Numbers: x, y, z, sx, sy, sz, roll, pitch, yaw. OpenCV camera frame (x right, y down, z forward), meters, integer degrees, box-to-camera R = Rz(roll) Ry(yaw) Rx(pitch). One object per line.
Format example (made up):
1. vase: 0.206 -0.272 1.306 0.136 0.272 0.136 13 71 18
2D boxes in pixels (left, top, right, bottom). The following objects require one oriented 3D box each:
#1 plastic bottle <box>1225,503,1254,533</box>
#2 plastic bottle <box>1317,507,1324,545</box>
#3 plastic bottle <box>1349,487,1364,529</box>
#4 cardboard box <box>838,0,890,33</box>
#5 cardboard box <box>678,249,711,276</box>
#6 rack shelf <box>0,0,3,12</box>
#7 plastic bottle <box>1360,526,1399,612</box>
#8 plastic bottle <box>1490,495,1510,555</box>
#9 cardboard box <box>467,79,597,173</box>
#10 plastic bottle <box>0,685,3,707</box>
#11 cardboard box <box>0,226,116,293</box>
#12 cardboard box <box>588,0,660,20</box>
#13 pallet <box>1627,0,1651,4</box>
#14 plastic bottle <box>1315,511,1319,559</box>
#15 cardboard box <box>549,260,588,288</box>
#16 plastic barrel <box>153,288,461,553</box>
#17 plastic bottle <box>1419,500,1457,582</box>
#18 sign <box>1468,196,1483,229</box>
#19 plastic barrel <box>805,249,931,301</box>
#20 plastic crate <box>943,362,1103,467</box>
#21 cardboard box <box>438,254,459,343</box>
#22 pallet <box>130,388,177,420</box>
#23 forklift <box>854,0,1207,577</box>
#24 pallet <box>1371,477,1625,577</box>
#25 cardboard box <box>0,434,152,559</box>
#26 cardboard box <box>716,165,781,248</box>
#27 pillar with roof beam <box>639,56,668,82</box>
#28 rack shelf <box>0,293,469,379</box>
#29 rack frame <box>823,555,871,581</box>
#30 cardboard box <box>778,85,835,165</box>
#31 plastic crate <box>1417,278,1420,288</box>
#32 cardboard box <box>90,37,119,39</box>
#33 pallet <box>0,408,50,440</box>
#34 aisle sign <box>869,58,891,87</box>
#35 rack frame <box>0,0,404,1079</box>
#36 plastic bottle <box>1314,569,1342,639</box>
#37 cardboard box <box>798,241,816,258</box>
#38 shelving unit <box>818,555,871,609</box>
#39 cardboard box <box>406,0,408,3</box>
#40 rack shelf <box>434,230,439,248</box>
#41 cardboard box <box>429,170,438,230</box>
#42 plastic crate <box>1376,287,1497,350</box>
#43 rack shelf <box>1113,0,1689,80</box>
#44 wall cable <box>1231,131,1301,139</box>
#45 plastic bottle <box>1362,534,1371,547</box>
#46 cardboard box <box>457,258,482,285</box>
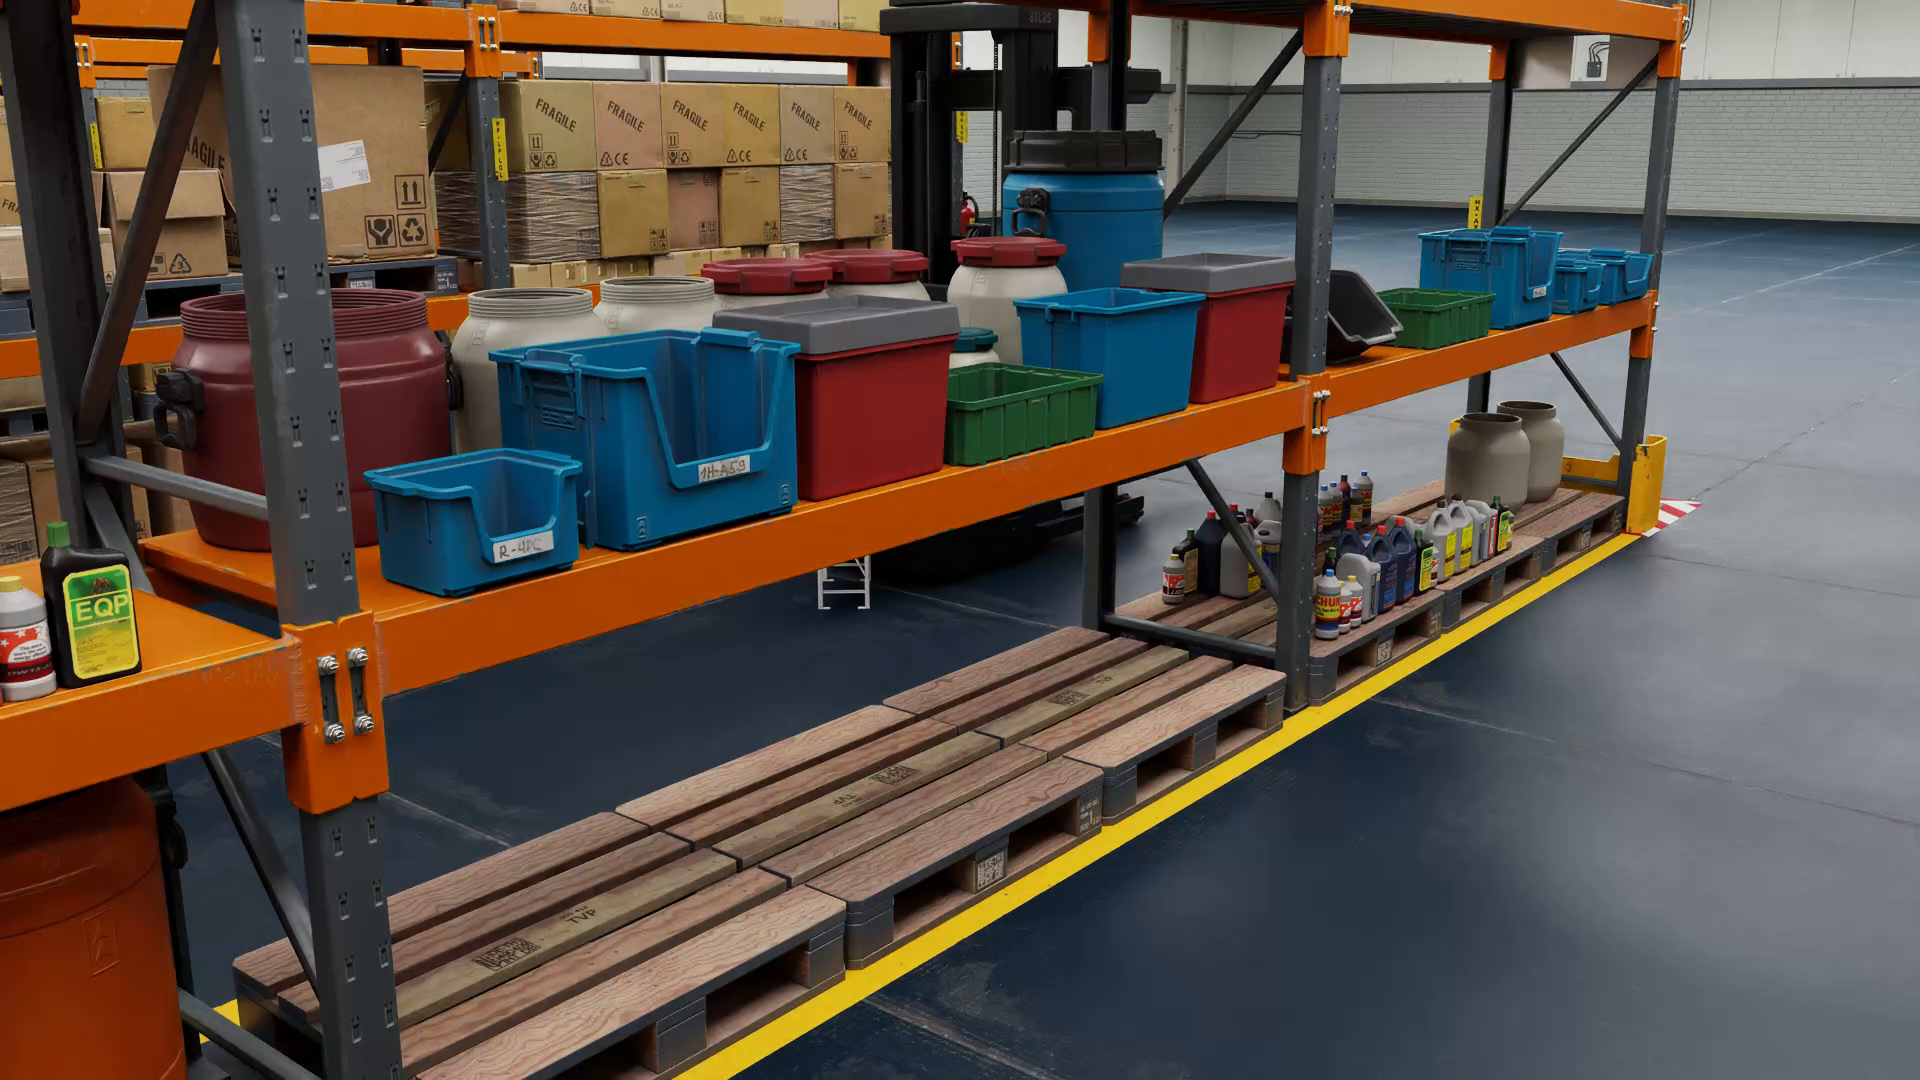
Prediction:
1. plastic bottle: 1.239 0.003 7.506 0.144 0.351 0.185 10 17 35
2. plastic bottle: 1.730 -0.083 8.148 0.097 0.201 0.097 0 14 0
3. plastic bottle: 2.005 -0.167 8.479 0.097 0.201 0.097 0 14 0
4. cardboard box: -0.817 -3.549 11.213 0.500 0.250 0.500 11 18 38
5. cardboard box: -1.779 -1.746 10.412 0.380 0.149 0.250 11 18 38
6. rack shelf: -2.833 -0.819 1.624 1.077 0.370 4.000 11 18 38
7. plastic bottle: 1.768 0.117 7.056 0.144 0.351 0.185 12 18 39
8. plastic bottle: 2.580 -0.081 7.973 0.061 0.283 0.133 12 18 39
9. cardboard box: -2.434 -2.354 9.458 0.500 0.500 0.500 11 18 38
10. plastic bottle: -1.643 0.147 2.688 0.061 0.283 0.133 11 18 38
11. cardboard box: -4.196 -1.280 7.520 0.500 0.250 0.500 11 18 36
12. cardboard box: -2.104 -3.159 9.679 0.500 0.250 0.500 11 18 37
13. pallet: 2.856 -2.848 8.533 1.003 0.211 1.213 11 18 38
14. plastic bottle: 1.631 -0.040 7.813 0.061 0.283 0.133 11 18 38
15. cardboard box: -2.378 -1.548 9.635 0.380 0.149 0.250 11 18 38
16. plastic barrel: -1.520 -0.299 3.930 0.600 0.536 0.708 11 18 38
17. plastic bottle: 2.154 0.000 7.519 0.144 0.351 0.185 11 18 37
18. sign: 3.027 -1.849 9.748 0.100 0.325 0.005 11 18 38
19. plastic barrel: -0.295 -0.639 5.271 0.433 0.535 0.433 0 14 0
20. plastic crate: 0.063 -0.383 4.969 0.450 0.188 0.662 11 18 38
21. cardboard box: -4.569 -2.216 15.217 0.875 0.875 0.875 11 18 38
22. pallet: -6.170 -1.198 13.412 1.003 0.211 1.213 11 18 38
23. forklift: 0.398 -1.541 9.235 1.130 2.935 3.031 11 18 38
24. pallet: 2.926 -0.101 9.092 1.003 0.211 1.213 11 18 38
25. cardboard box: -4.333 -0.214 8.058 0.700 0.500 0.500 13 19 42
26. cardboard box: -1.659 -2.190 10.843 0.875 0.500 0.500 11 18 38
27. pillar with roof beam: -2.219 -9.242 27.228 9.100 9.000 0.400 11 18 38
28. rack shelf: -4.171 -0.898 8.026 1.077 0.370 4.000 11 18 38
29. rack frame: -0.566 -0.377 8.171 0.240 1.200 0.015 -1 14 -2
30. cardboard box: -1.180 -2.737 10.968 0.500 0.500 0.500 11 18 38
31. plastic crate: 2.640 -1.380 8.997 0.298 0.136 0.250 11 18 38
32. cardboard box: -8.860 -5.118 16.788 0.500 0.250 0.500 12 18 39
33. pallet: -7.135 -0.905 12.259 1.003 0.211 1.213 11 18 38
34. aisle sign: -0.595 -3.714 12.370 0.394 0.787 0.004 11 18 38
35. rack frame: -1.576 -0.097 3.413 1.000 3.000 0.127 11 18 38
36. plastic bottle: 1.479 0.253 6.683 0.097 0.271 0.097 0 14 0
37. cardboard box: -1.192 -1.945 11.199 0.380 0.149 0.250 11 18 38
38. shelving unit: -0.556 -0.317 7.935 0.258 1.200 0.503 -1 14 -2
39. cardboard box: -4.780 -4.455 13.931 0.380 0.149 0.250 11 18 37
40. rack shelf: -5.452 -2.451 14.139 1.077 0.370 4.000 11 18 38
41. cardboard box: -4.721 -3.068 14.805 0.875 0.550 0.550 11 18 38
42. plastic crate: 2.011 -0.977 7.306 0.450 0.188 0.662 11 18 38
43. rack shelf: 2.195 -2.351 7.655 1.077 0.370 4.000 11 18 38
44. wall cable: 8.625 -12.210 45.217 3.097 2.526 0.112 11 18 38
45. plastic bottle: 1.766 0.109 7.248 0.097 0.271 0.097 0 14 0
46. cardboard box: -3.008 -1.594 9.817 0.380 0.149 0.250 11 18 38
